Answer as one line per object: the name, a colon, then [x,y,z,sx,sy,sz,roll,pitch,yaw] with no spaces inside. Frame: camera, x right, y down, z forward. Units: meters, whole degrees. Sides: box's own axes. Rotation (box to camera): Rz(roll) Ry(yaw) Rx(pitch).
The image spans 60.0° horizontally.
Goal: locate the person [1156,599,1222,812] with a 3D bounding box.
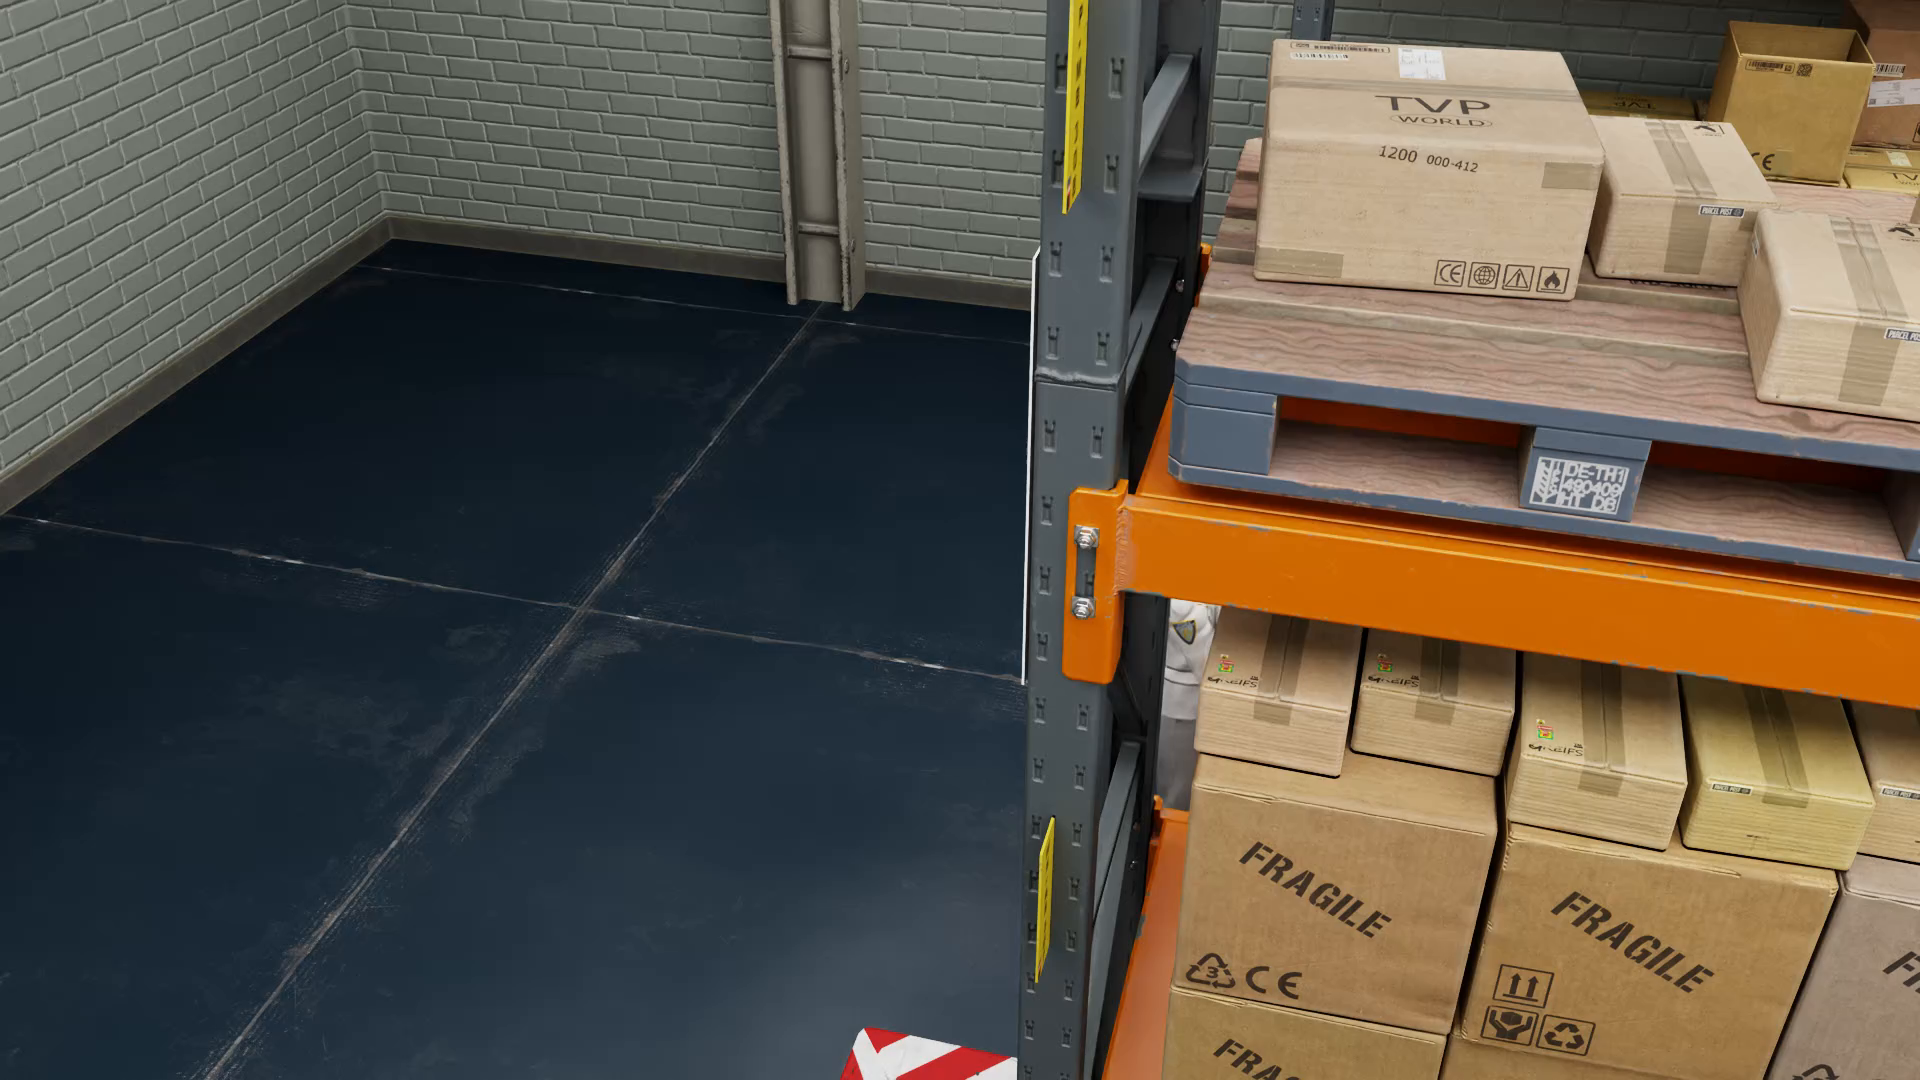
person: [0.806,0.509,5.338,0.525,1.691,0.435,8,34,12]
